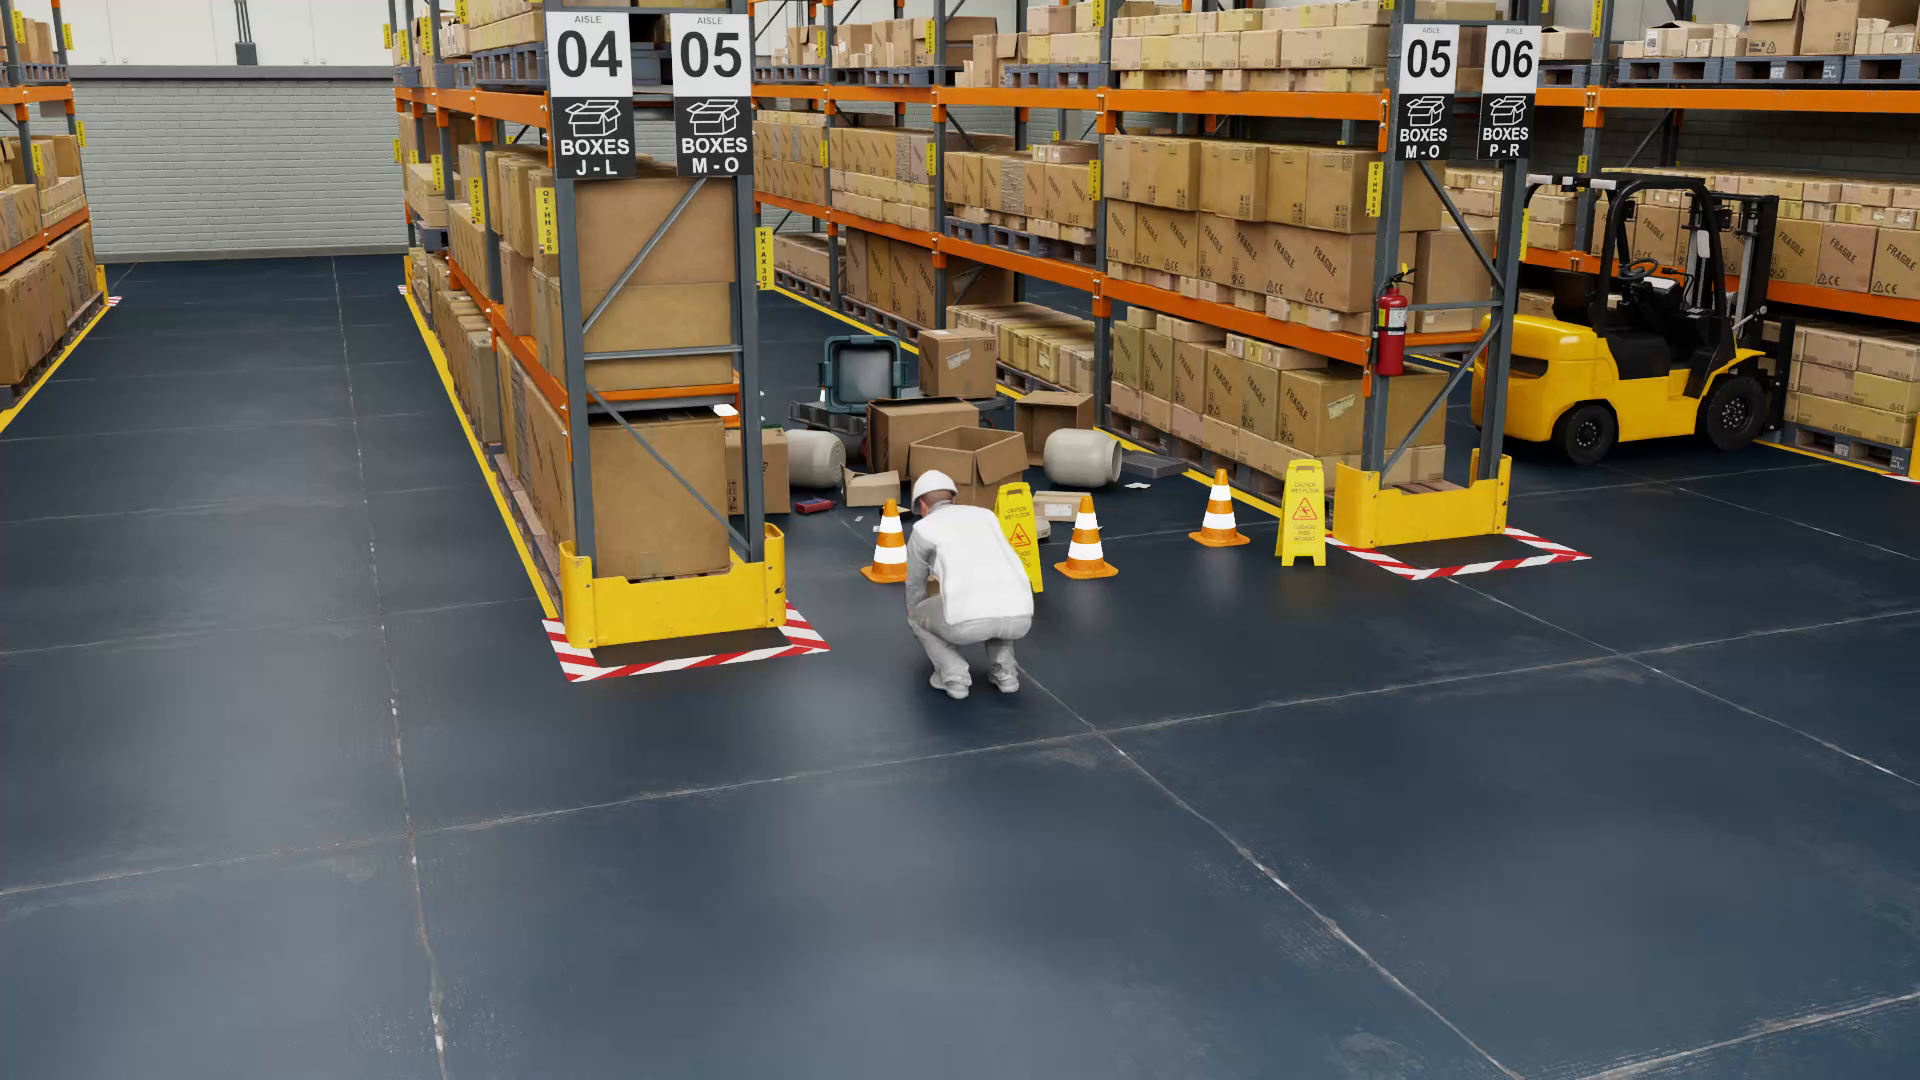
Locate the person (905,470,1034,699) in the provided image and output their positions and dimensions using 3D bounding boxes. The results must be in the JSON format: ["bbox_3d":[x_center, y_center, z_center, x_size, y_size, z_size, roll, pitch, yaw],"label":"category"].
[{"bbox_3d":[0.016,0.207,8.182,0.524,1.011,0.881,-6,17,-21],"label":"person"}]
